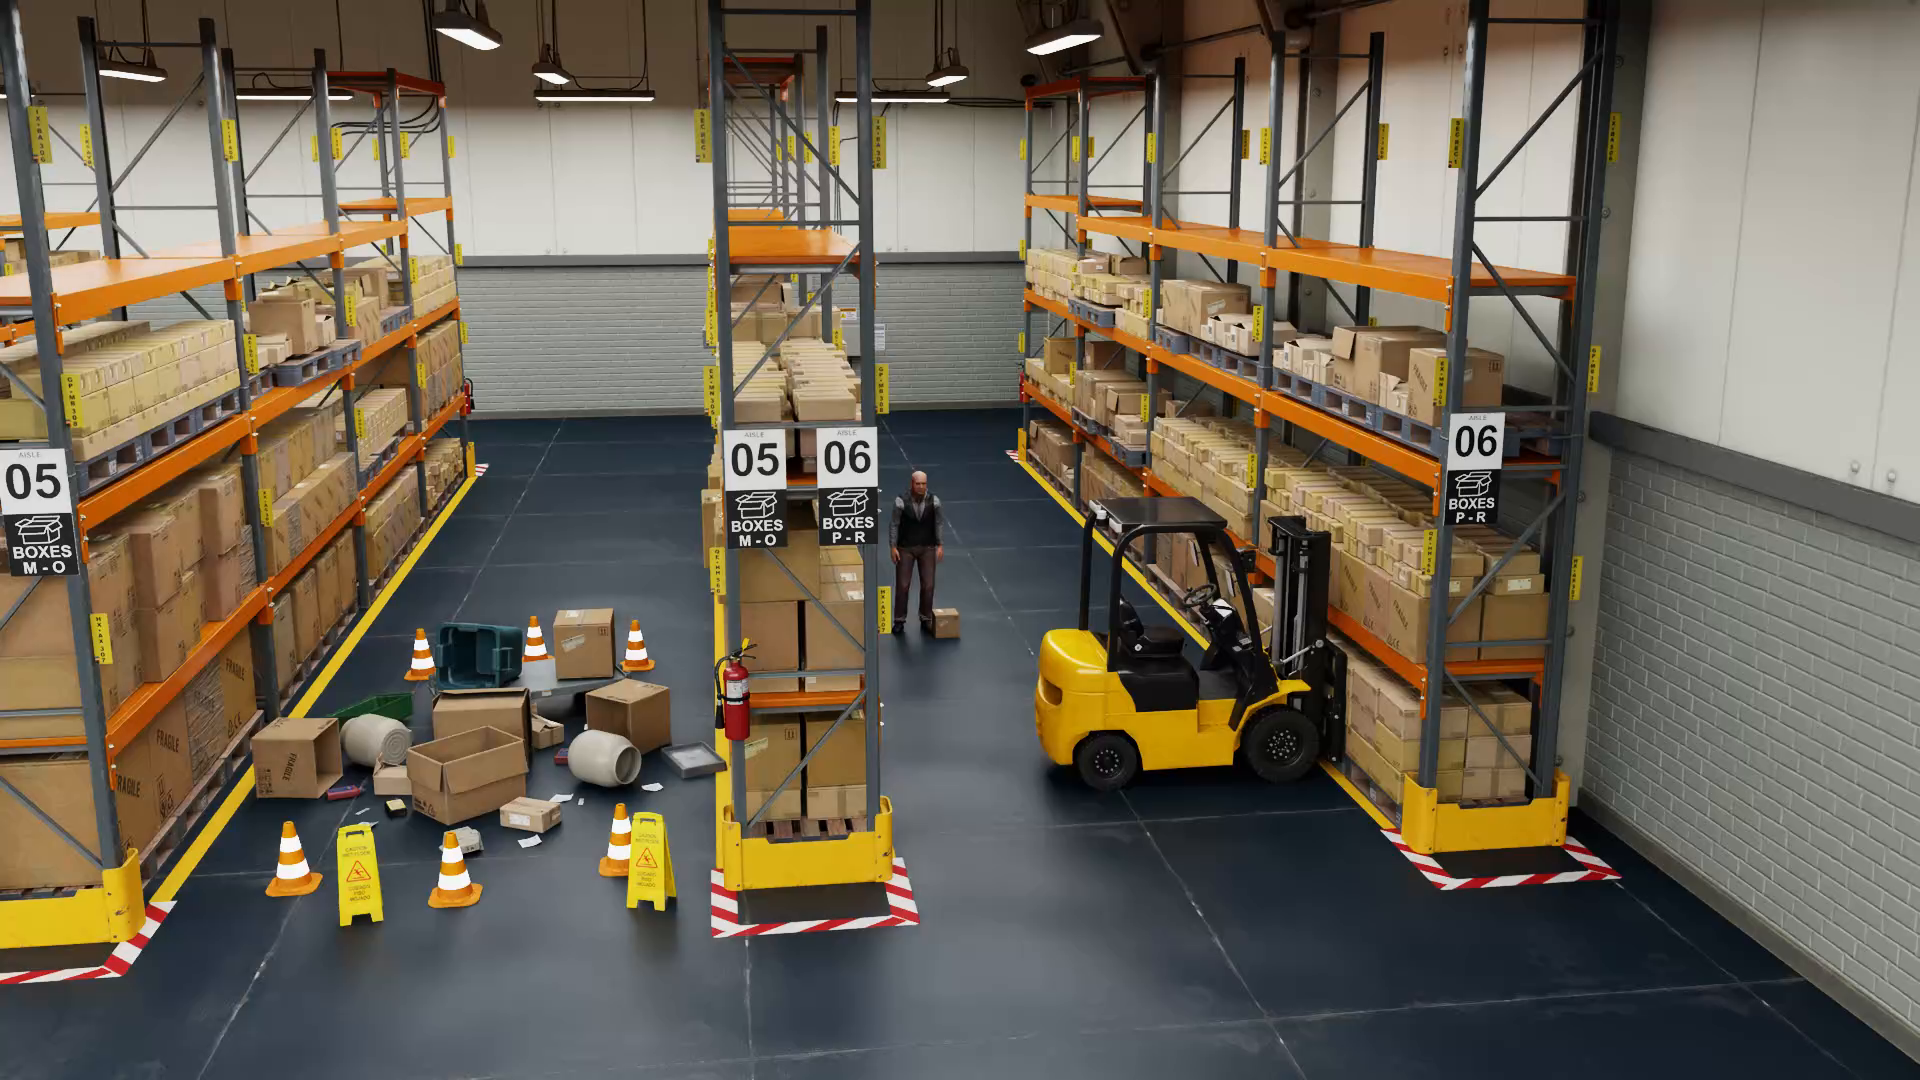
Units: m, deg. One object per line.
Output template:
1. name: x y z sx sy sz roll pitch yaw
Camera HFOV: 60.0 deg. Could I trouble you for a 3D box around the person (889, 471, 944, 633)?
1. person: -0.462 0.108 17.569 0.594 1.722 0.412 -3 13 -11
